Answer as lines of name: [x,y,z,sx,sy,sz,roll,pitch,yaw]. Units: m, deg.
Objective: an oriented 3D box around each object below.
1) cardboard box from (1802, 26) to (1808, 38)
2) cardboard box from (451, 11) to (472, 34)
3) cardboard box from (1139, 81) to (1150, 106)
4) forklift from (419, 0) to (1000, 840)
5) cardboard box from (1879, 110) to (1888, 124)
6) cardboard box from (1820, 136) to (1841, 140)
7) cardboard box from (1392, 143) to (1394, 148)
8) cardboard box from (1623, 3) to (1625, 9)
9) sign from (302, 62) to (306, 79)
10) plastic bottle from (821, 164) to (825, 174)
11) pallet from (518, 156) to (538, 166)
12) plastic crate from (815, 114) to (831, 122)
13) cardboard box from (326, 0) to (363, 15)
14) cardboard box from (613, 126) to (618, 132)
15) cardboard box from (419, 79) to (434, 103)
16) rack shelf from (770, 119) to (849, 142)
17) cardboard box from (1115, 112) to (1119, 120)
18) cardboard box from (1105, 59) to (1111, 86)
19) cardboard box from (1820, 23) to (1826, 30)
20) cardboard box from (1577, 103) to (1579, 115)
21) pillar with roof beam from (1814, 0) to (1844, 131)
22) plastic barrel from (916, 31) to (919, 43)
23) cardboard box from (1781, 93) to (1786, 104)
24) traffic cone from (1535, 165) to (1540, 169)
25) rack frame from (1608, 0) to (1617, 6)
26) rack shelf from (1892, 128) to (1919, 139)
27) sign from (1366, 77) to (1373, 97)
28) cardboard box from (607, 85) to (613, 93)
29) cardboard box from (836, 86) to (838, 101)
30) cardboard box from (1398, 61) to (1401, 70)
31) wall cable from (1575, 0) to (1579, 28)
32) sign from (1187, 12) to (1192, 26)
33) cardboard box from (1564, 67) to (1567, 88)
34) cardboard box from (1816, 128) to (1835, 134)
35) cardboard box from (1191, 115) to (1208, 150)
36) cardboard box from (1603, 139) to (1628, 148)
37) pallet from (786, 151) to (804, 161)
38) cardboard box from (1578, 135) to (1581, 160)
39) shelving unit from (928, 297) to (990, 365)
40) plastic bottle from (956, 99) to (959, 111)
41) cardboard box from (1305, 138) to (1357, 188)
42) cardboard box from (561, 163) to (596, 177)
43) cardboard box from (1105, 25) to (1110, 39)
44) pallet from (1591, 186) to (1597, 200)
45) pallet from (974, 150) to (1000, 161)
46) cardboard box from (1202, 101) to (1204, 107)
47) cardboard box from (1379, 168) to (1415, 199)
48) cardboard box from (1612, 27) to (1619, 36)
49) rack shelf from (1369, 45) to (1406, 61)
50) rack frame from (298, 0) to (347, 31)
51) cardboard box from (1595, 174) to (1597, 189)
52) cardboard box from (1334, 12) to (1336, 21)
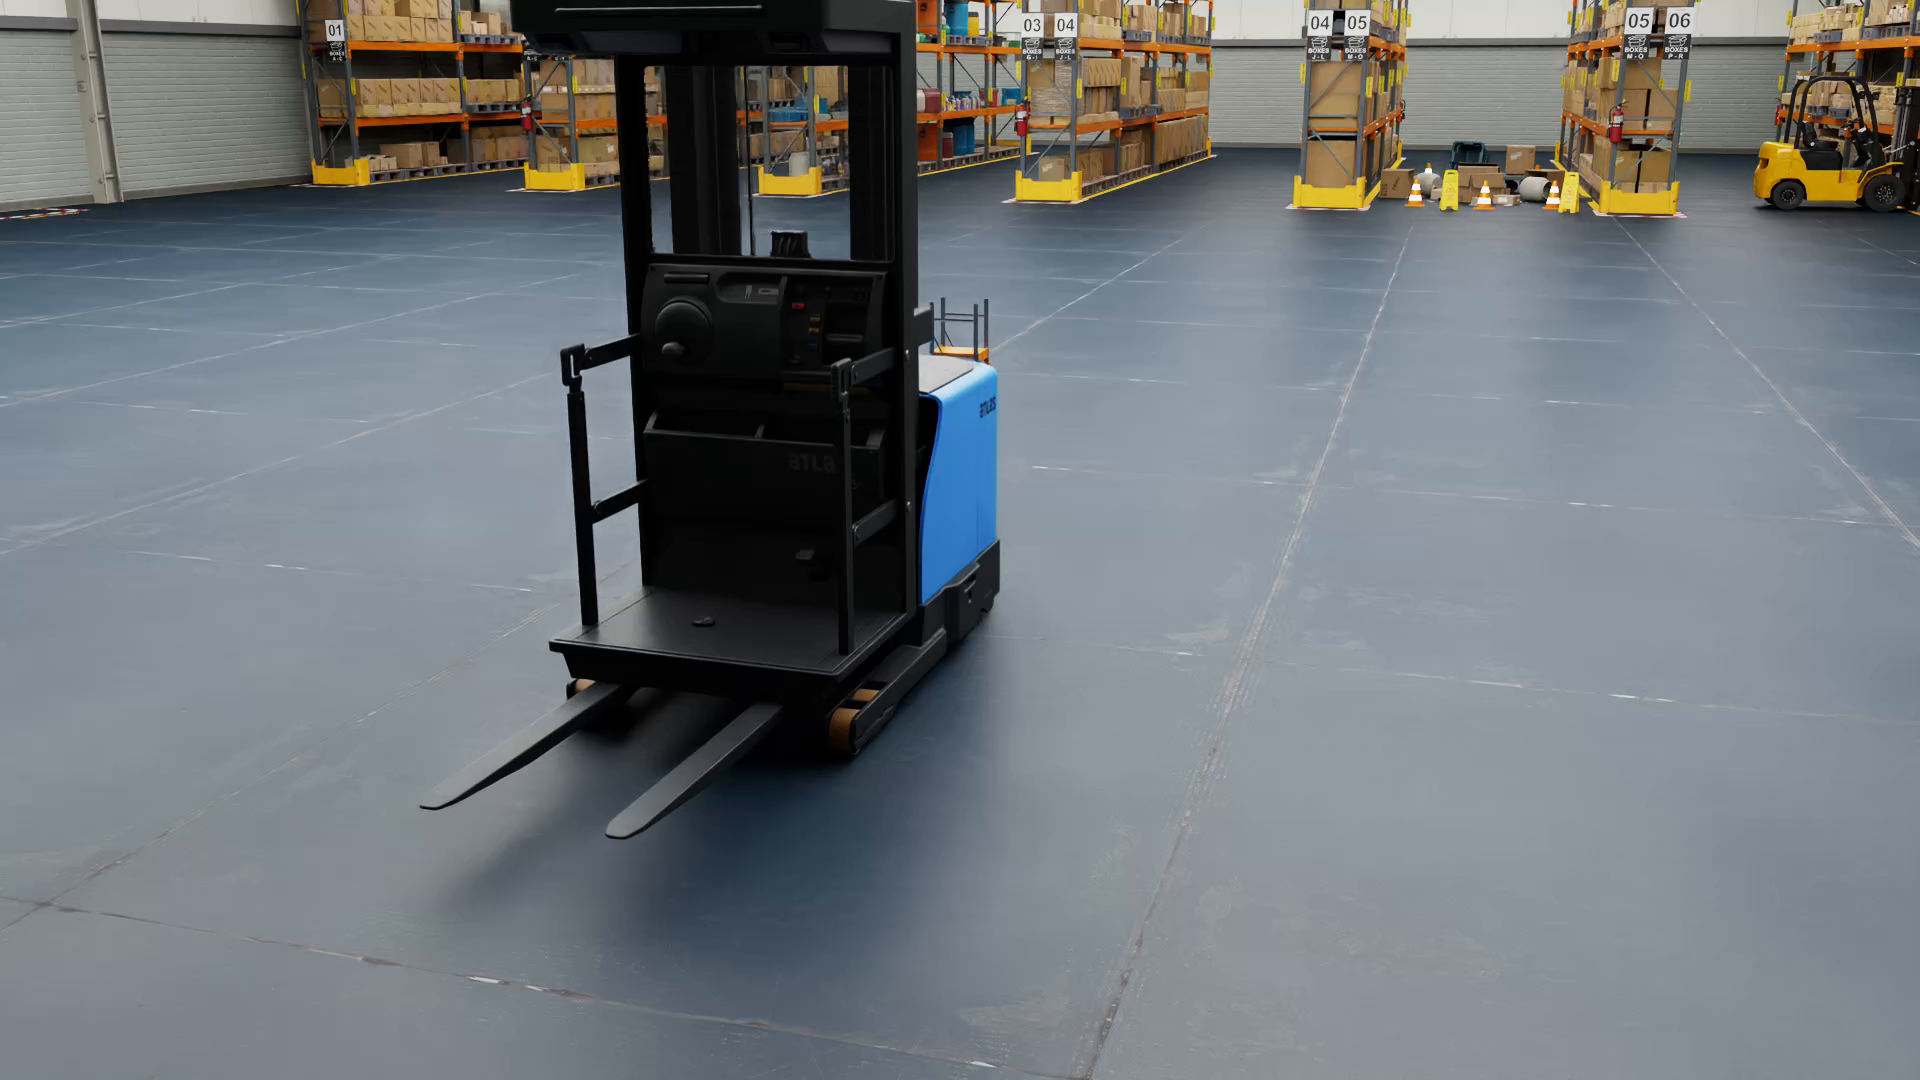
cardboard box: [19.587,-11.610,37.998,0.500,0.250,0.500,4,16,15]
cardboard box: [-11.305,-11.591,37.247,0.500,0.500,0.500,7,17,24]
cardboard box: [3.669,-9.607,35.750,0.700,0.500,0.500,7,17,24]
forklift: [-0.773,-0.791,5.746,1.130,2.935,3.031,5,17,18]
cardboard box: [17.002,-7.668,30.142,0.500,0.250,0.500,5,16,16]
cardboard box: [18.822,-8.641,35.919,0.380,0.149,0.250,4,16,13]
cardboard box: [10.454,-9.675,40.854,0.380,0.149,0.250,4,16,15]
cardboard box: [11.053,-8.743,27.160,0.380,0.149,0.250,4,16,15]
sign: [-13.200,-9.472,33.525,0.100,0.325,0.005,5,16,16]
plastic bottle: [-2.765,-7.472,33.497,0.097,0.201,0.097,0,16,0]
pallet: [-10.624,-9.261,40.595,1.003,0.211,1.213,5,16,16]
plastic crate: [-2.612,-8.028,31.621,0.298,0.136,0.250,5,16,16]
cardboard box: [-12.331,-10.778,33.283,0.500,0.500,0.500,3,16,12]
cardboard box: [-9.323,-10.842,44.225,0.750,0.750,0.750,5,17,17]
cardboard box: [-11.664,-9.649,35.717,0.500,0.500,0.500,4,16,14]
rack shelf: [-2.607,-8.123,32.790,1.077,0.370,4.000,5,16,16]
cardboard box: [2.931,-8.409,32.938,0.380,0.149,0.250,5,16,16]
cardboard box: [2.563,-8.880,31.579,0.500,0.500,0.500,5,16,16]
cardboard box: [18.672,-11.009,35.657,0.380,0.149,0.250,5,17,16]
cardboard box: [13.532,-9.232,35.656,0.500,0.250,0.500,4,16,15]
pillar with roof beam: [17.885,-14.451,42.787,9.100,9.000,0.400,5,16,16]
plastic barrel: [-1.039,-11.065,36.599,0.301,0.262,0.301,0,16,0]
cardboard box: [19.995,-10.569,39.823,0.500,0.250,0.500,5,17,16]
traffic cone: [11.222,-7.053,32.346,0.336,0.463,0.334,5,16,16]
rack frame: [12.212,-10.726,29.655,1.000,3.000,0.127,5,16,16]
rack shelf: [16.404,-6.587,27.373,1.077,0.370,4.000,5,16,16]
sign: [6.831,-7.561,27.758,0.100,0.325,0.005,5,16,16]
cardboard box: [-7.241,-9.114,33.594,0.380,0.149,0.250,4,16,15]
cardboard box: [-3.534,-12.161,45.524,0.500,0.500,0.500,5,17,16]
cardboard box: [10.378,-11.328,40.210,0.500,0.500,0.500,5,17,17]
wall cable: [16.968,-15.376,46.047,0.463,3.000,0.029,5,16,16]
sign: [5.507,-12.505,39.899,0.100,0.325,0.005,5,16,16]
cardboard box: [15.213,-11.405,41.027,0.500,0.500,0.500,4,16,15]
cardboard box: [18.947,-8.926,36.379,0.380,0.149,0.250,4,16,15]
cardboard box: [6.016,-10.754,43.872,0.875,0.875,0.875,5,16,16]
cardboard box: [11.167,-6.742,28.309,0.380,0.149,0.250,5,17,17]
pallet: [-4.708,-9.913,42.893,1.003,0.211,1.213,5,16,16]
cardboard box: [14.137,-8.708,36.656,0.875,0.875,0.875,5,17,17]
shelving unit: [-0.004,-0.573,8.152,0.258,1.200,0.189,5,16,16]
plastic bottle: [-0.081,-10.396,39.719,0.097,0.271,0.097,0,16,0]
cardboard box: [6.430,-6.513,28.920,0.875,0.875,0.875,5,17,16]
cardboard box: [-7.557,-7.333,32.957,0.500,0.250,0.500,5,16,16]
cardboard box: [2.533,-9.570,31.351,0.500,0.250,0.500,5,16,15]
pallet: [12.055,-6.320,30.225,1.003,0.211,1.213,5,16,16]
pallet: [0.407,-9.939,42.985,1.003,0.211,1.213,5,16,16]
cardboard box: [6.118,-11.309,43.164,0.380,0.149,0.250,5,17,17]
cardboard box: [7.980,-6.510,30.362,0.500,0.500,0.500,8,18,25]
cardboard box: [11.302,-8.636,28.243,0.380,0.149,0.250,4,16,15]
rack shelf: [10.279,-11.911,40.646,1.077,0.370,4.000,5,16,16]
rack frame: [-12.674,-11.600,32.737,1.000,3.000,0.127,5,16,16]
cardboard box: [11.496,-6.306,29.335,0.500,0.250,0.500,4,16,15]
cardboard box: [6.287,-9.036,28.699,0.380,0.149,0.250,5,17,16]
